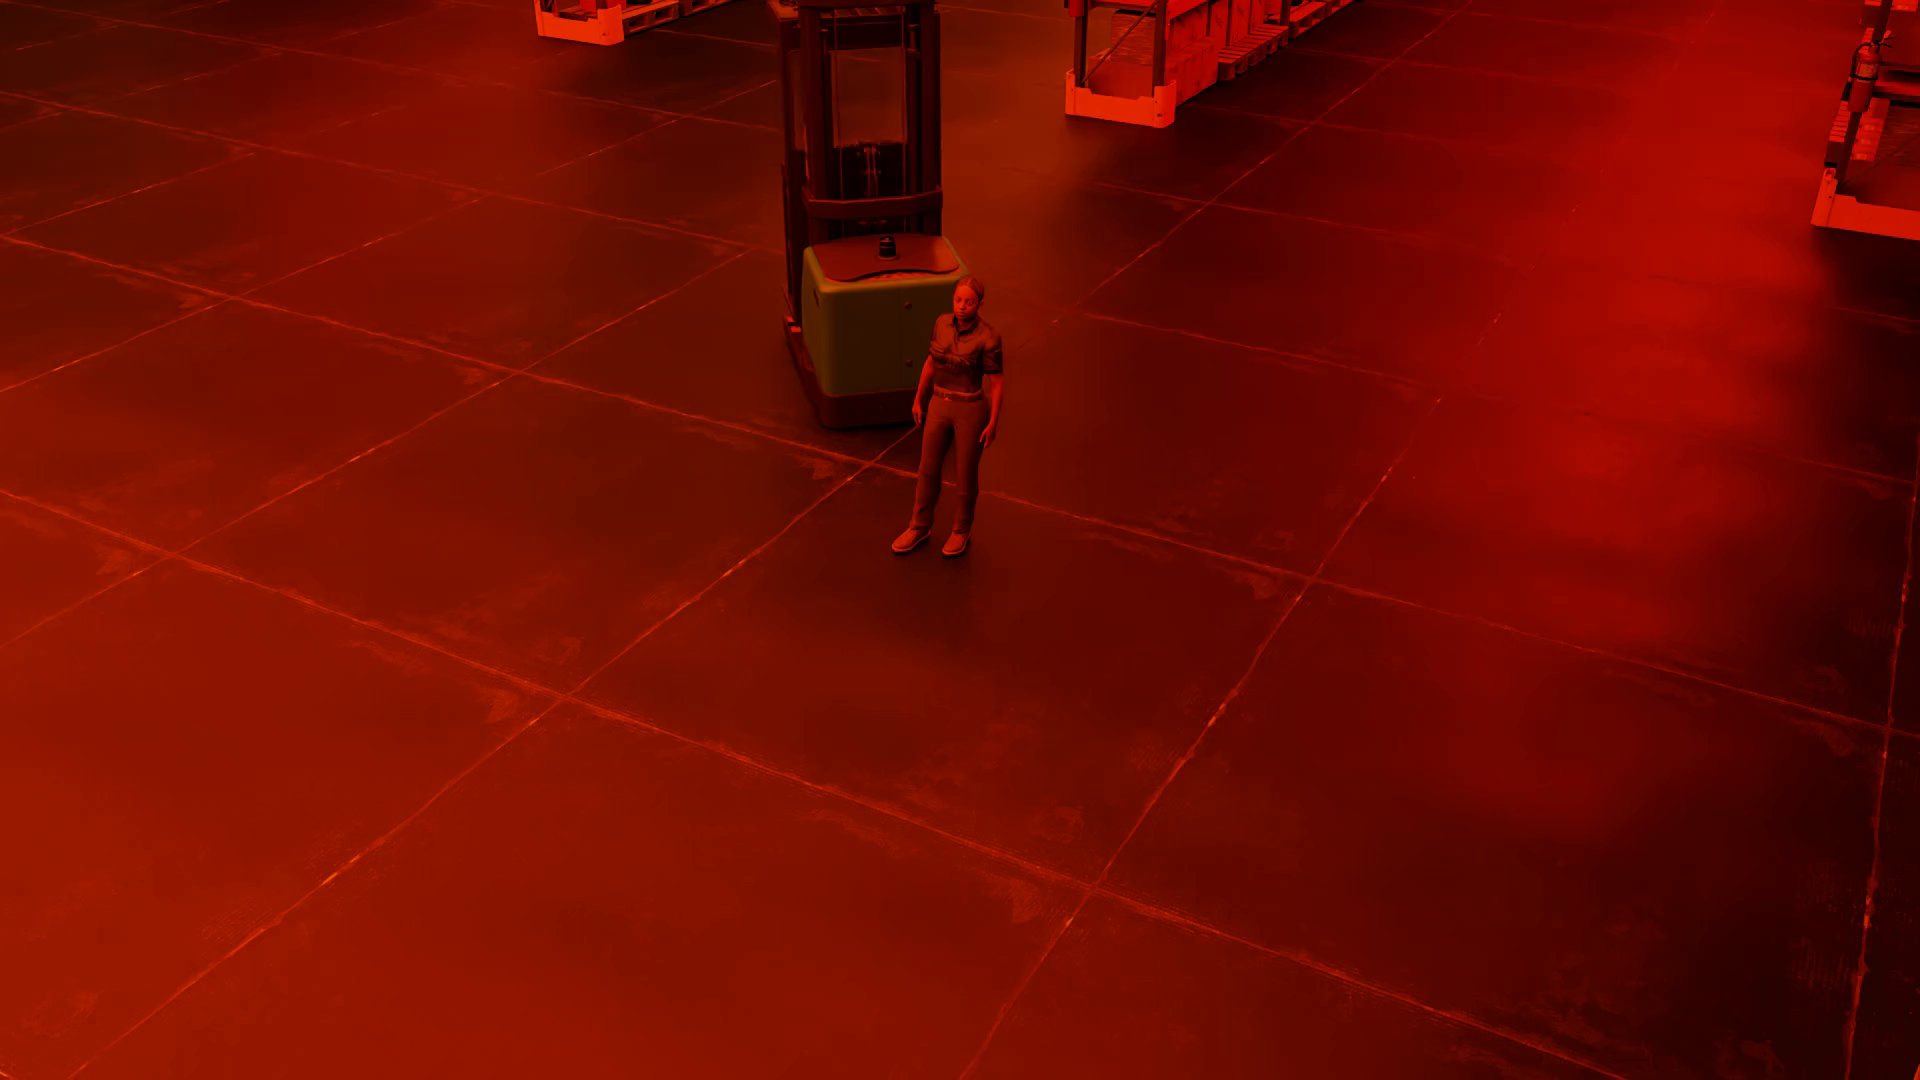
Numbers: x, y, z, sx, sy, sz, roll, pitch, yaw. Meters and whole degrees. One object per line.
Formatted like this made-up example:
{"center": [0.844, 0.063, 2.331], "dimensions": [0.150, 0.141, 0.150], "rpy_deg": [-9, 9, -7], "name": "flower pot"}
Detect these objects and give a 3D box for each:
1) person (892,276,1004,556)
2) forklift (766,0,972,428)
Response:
{"center": [-0.059, -0.689, 9.527], "dimensions": [0.570, 1.656, 0.503], "rpy_deg": [15, 33, 25], "name": "person"}
{"center": [-0.729, -2.741, 11.819], "dimensions": [1.130, 2.935, 3.031], "rpy_deg": [-7, 31, -11], "name": "forklift"}
